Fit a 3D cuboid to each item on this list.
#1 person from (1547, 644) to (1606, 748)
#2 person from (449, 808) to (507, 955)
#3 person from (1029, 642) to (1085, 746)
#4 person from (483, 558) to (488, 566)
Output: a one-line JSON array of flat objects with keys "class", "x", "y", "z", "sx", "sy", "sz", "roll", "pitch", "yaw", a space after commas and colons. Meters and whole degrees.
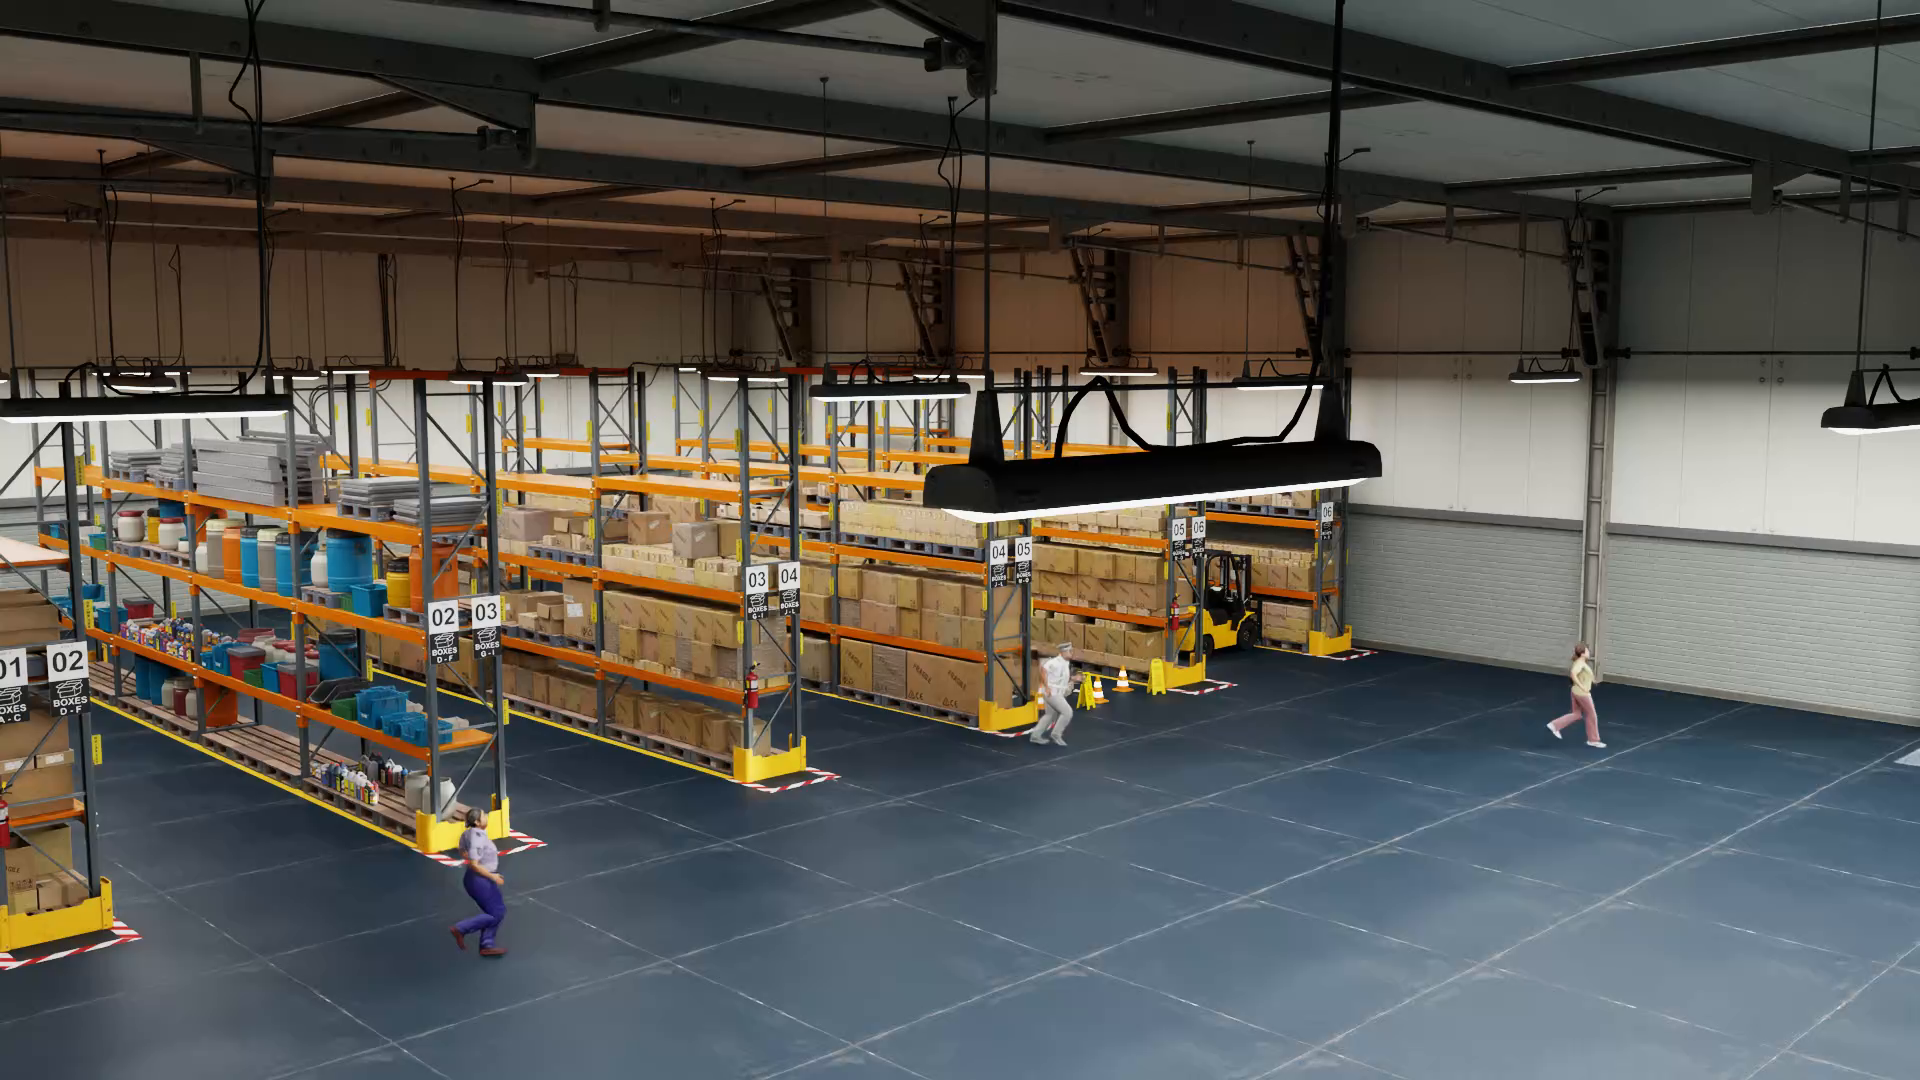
[{"class": "person", "x": 9.931, "y": 2.498, "z": 26.696, "sx": 0.928, "sy": 1.675, "sz": 0.579, "roll": 1, "pitch": 6, "yaw": 5}, {"class": "person", "x": -5.062, "y": 3.597, "z": 17.383, "sx": 0.607, "sy": 1.590, "sz": 0.608, "roll": -3, "pitch": 7, "yaw": -27}, {"class": "person", "x": 1.562, "y": 2.490, "z": 26.830, "sx": 0.869, "sy": 1.722, "sz": 0.691, "roll": 1, "pitch": 7, "yaw": 13}, {"class": "person", "x": -10.642, "y": 1.238, "z": 37.437, "sx": 0.964, "sy": 1.734, "sz": 0.665, "roll": 6, "pitch": 9, "yaw": 45}]
